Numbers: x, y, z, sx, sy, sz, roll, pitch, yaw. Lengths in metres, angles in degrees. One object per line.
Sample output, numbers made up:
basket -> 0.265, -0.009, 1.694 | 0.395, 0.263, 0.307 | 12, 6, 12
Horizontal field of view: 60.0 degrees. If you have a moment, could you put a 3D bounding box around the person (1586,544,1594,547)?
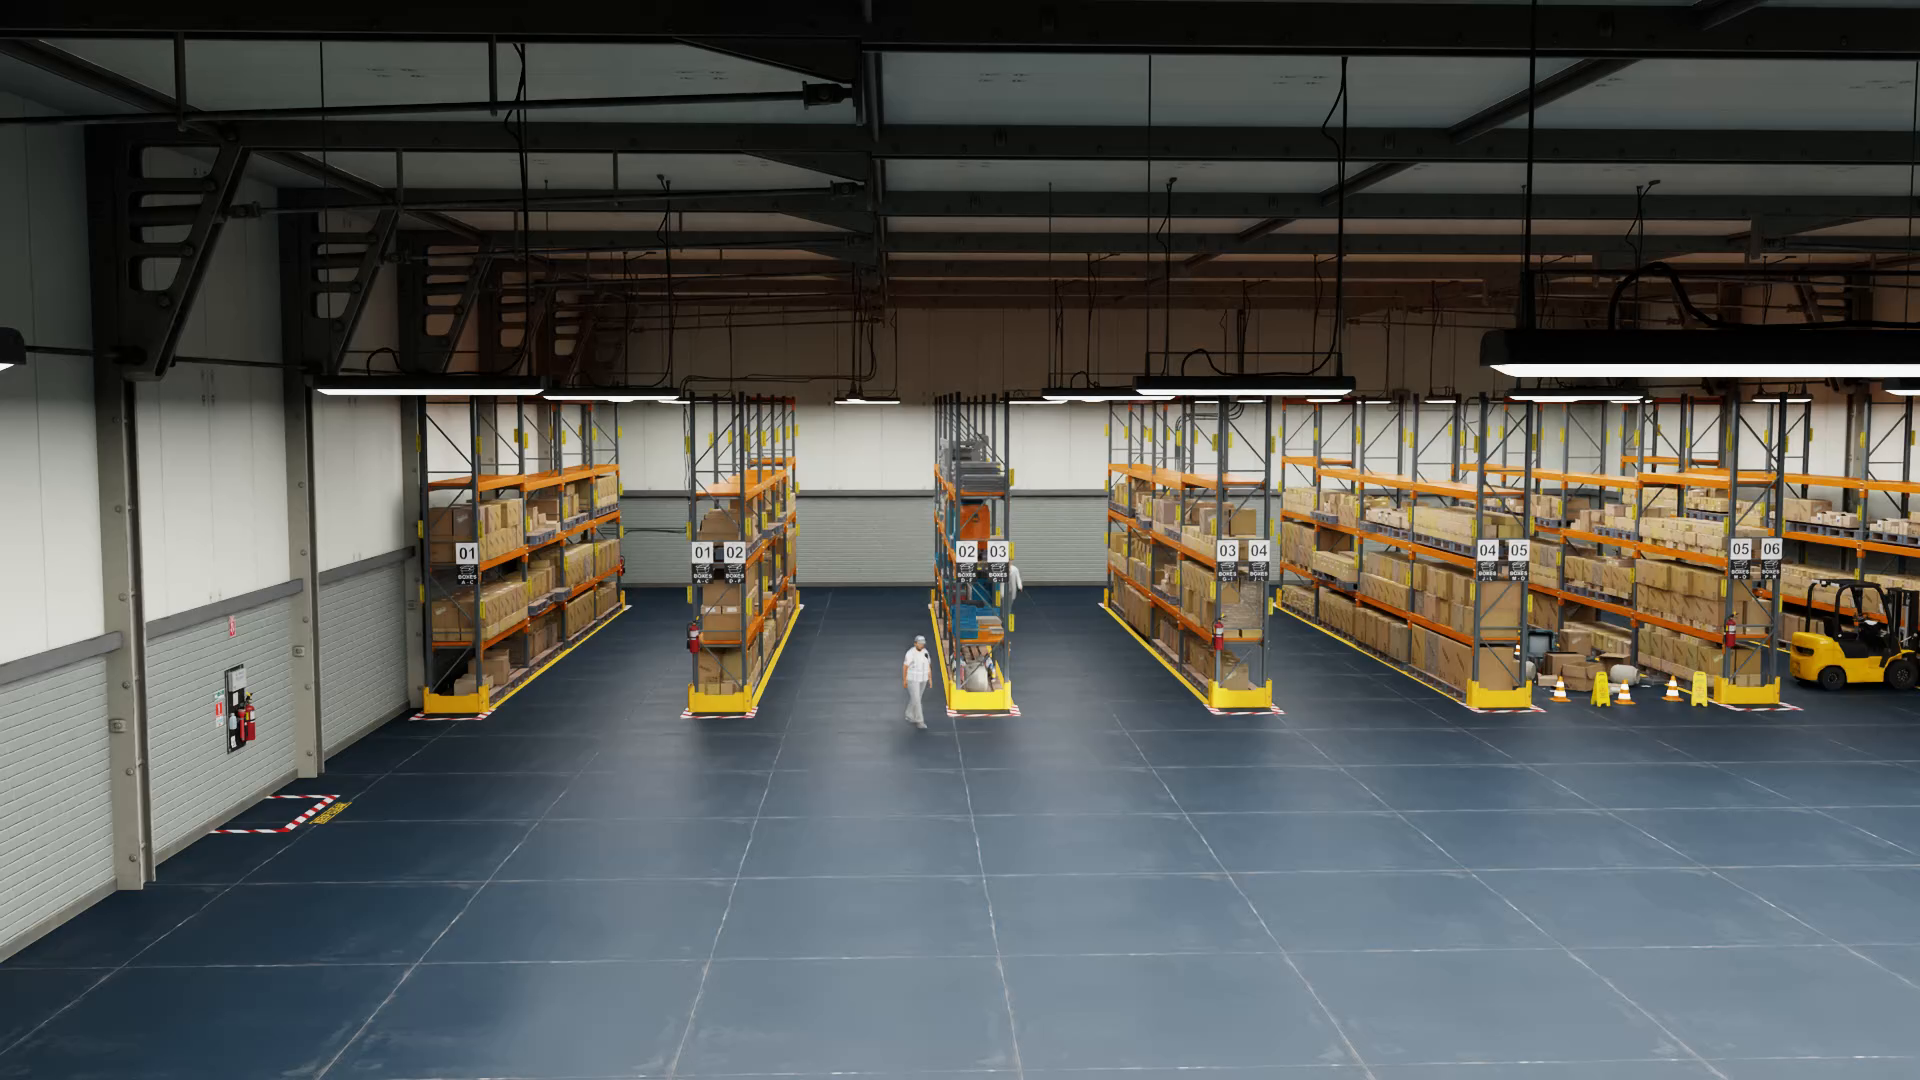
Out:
person -> 18.641, 0.926, 49.299 | 0.462, 1.650, 0.628 | 4, 6, 41

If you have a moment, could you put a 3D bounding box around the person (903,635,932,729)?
person -> -0.746, 2.510, 29.761 | 0.528, 1.610, 0.957 | -4, 6, -41

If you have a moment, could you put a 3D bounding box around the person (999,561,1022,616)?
person -> 1.313, 1.304, 44.157 | 0.595, 1.727, 1.159 | -2, 5, -18
